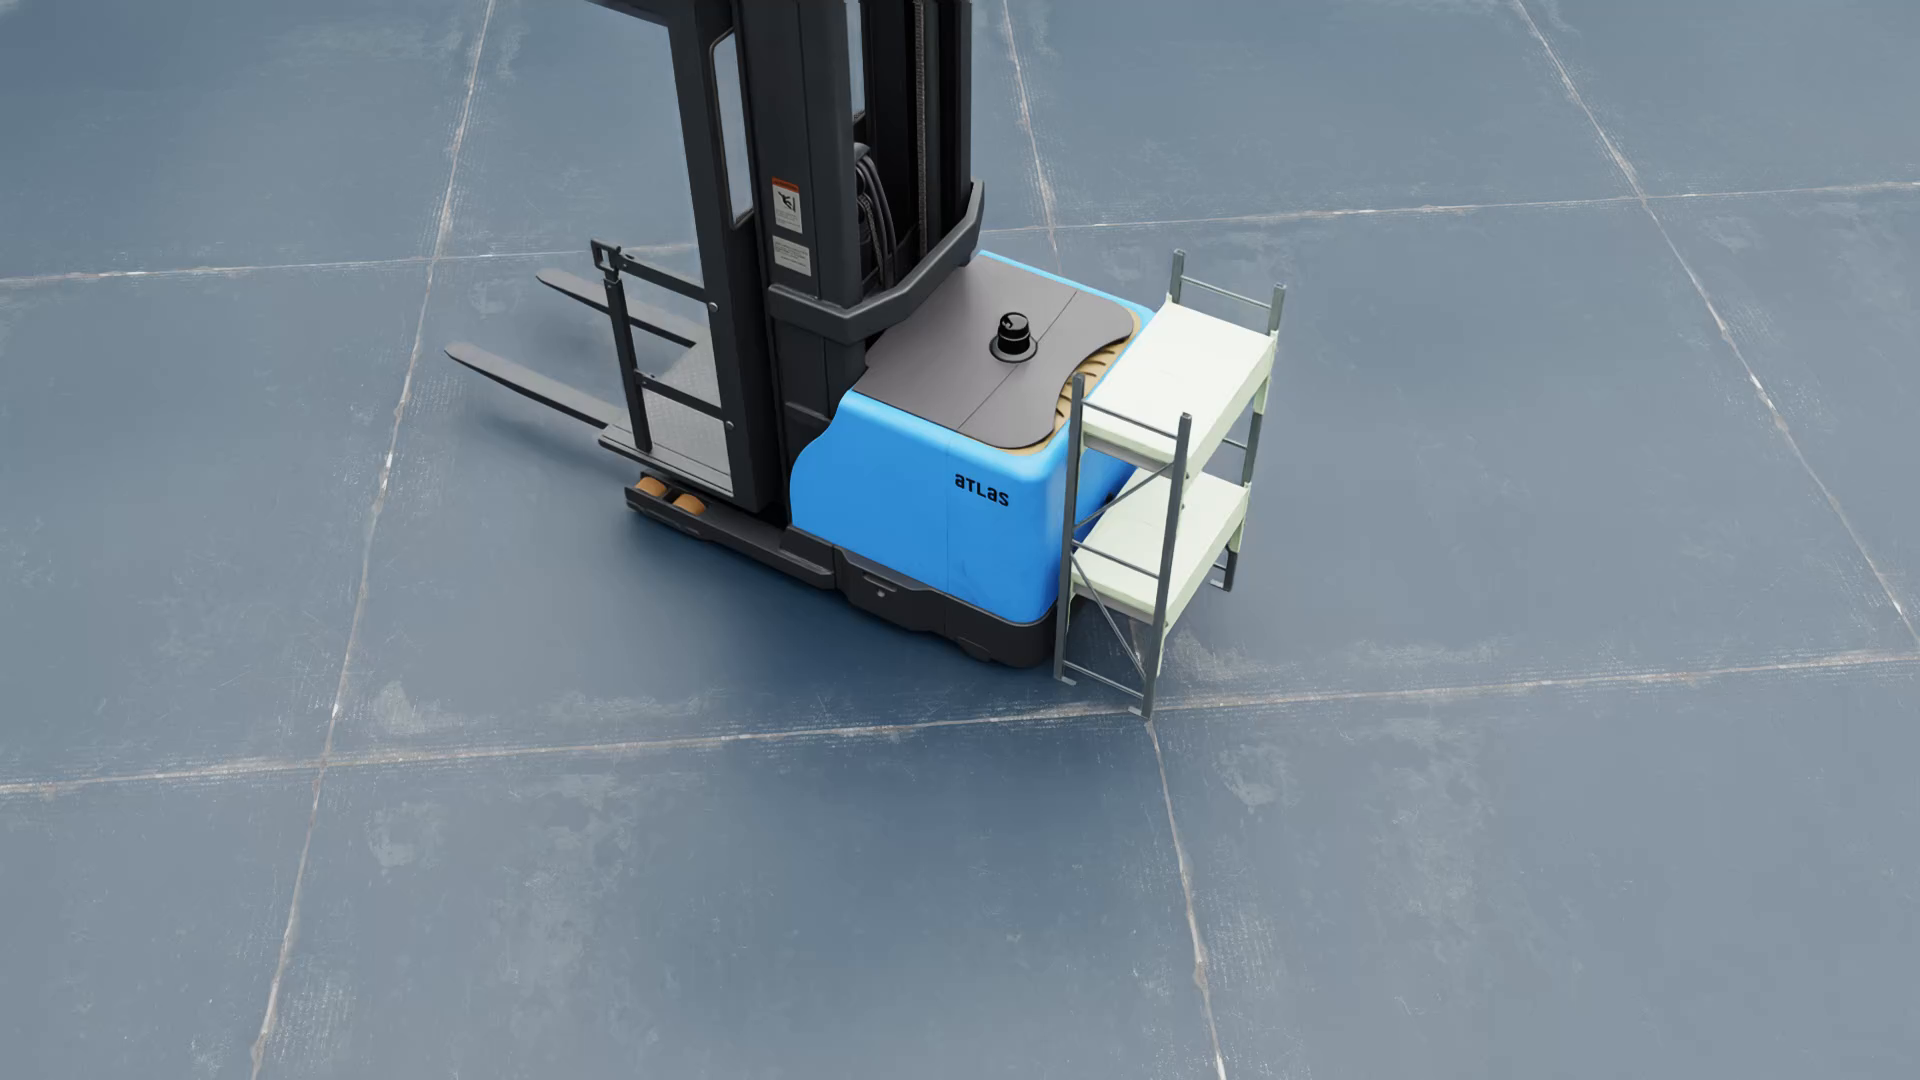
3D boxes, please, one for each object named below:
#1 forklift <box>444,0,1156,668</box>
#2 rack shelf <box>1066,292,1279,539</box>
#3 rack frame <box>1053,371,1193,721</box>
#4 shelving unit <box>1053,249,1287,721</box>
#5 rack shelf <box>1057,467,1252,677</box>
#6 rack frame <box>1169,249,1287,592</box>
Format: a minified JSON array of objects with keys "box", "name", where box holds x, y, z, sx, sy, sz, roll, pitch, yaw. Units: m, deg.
[{"box":[-0.774,-1.337,5.998,3.031,2.935,1.130,23,51,20],"name":"forklift"},{"box":[0.714,-0.428,5.585,0.431,0.370,0.720,23,51,20],"name":"rack shelf"},{"box":[0.529,0.070,5.651,0.400,1.500,0.023,23,51,20],"name":"rack frame"},{"box":[0.714,-0.160,5.868,0.431,1.500,0.755,23,51,20],"name":"shelving unit"},{"box":[0.714,0.065,6.105,0.431,0.370,0.720,23,51,20],"name":"rack shelf"},{"box":[0.899,-0.389,6.085,0.400,1.500,0.023,23,51,20],"name":"rack frame"}]
